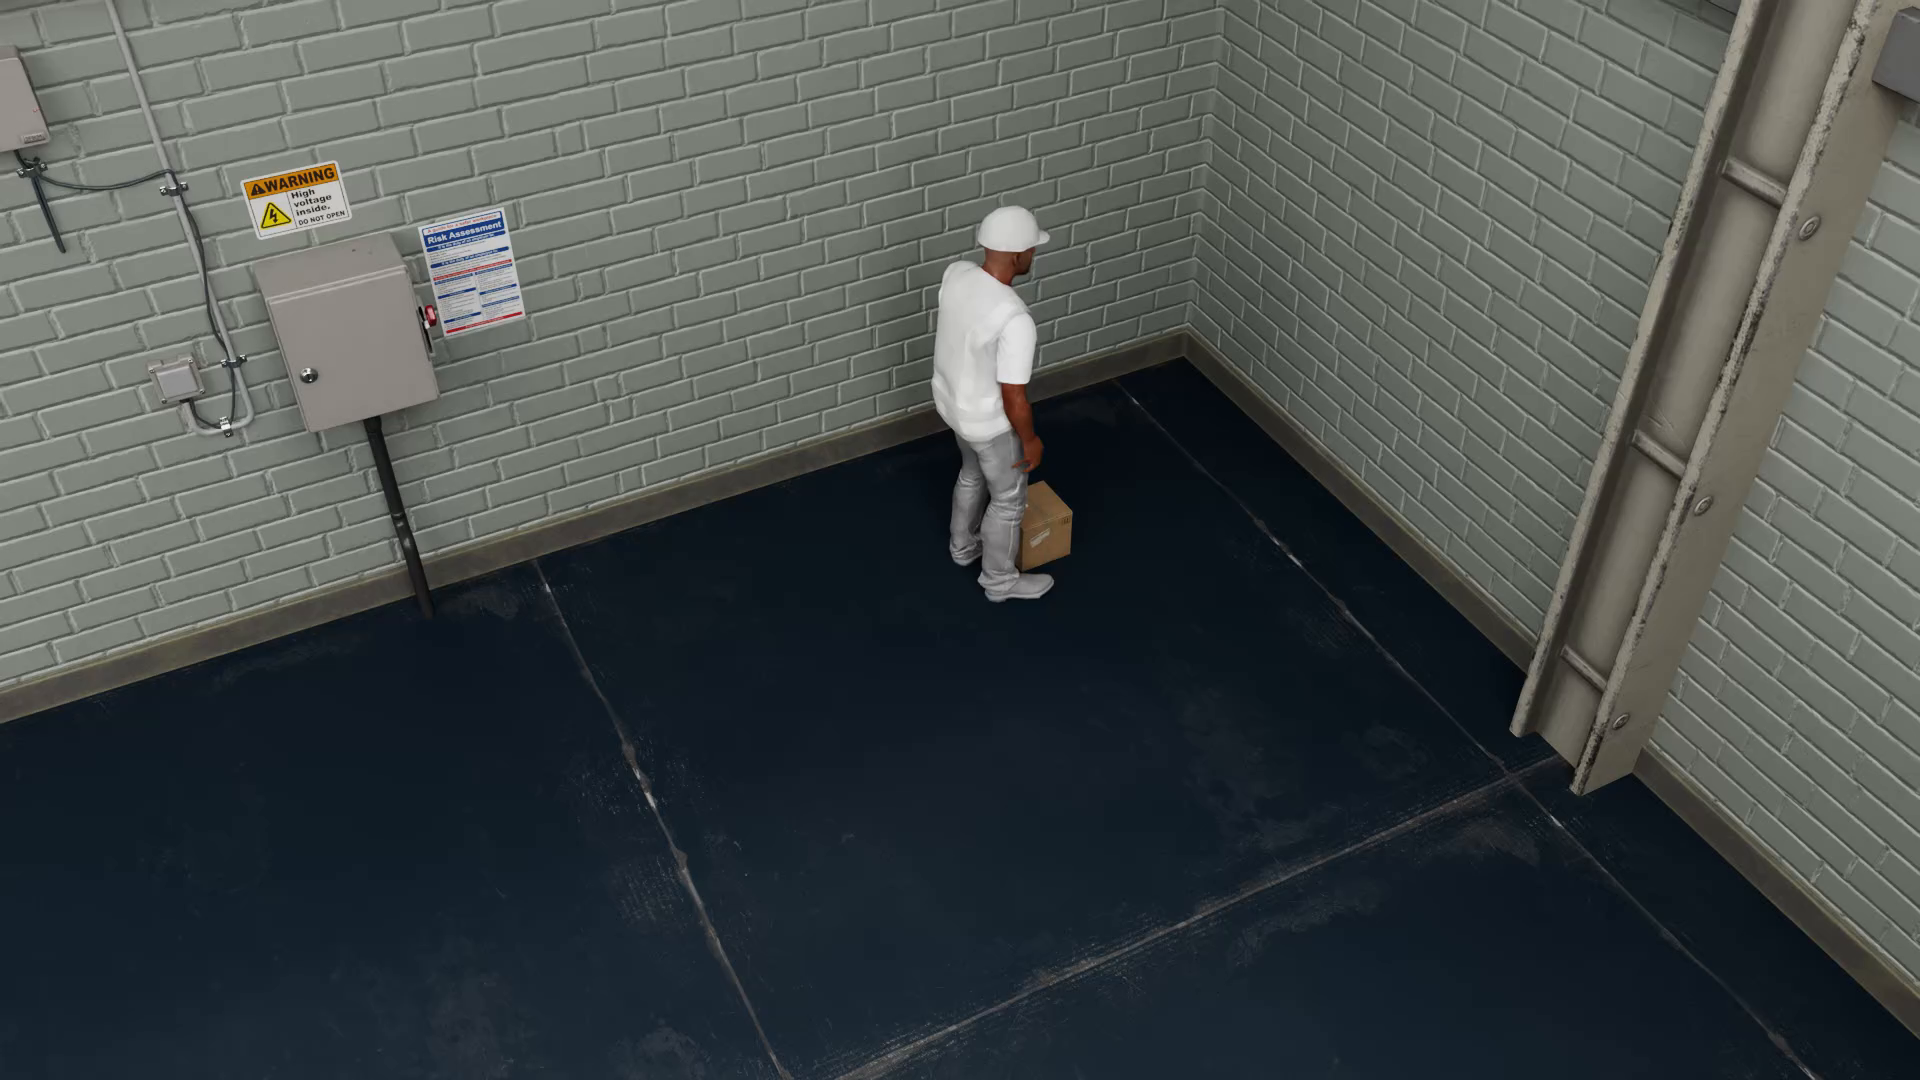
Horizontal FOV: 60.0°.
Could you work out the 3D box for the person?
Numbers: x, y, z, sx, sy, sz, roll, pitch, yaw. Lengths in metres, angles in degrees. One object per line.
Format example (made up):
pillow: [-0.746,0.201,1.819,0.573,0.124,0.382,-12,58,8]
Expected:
person: [0.139,-0.546,6.772,0.463,1.760,0.632,-19,45,-21]
